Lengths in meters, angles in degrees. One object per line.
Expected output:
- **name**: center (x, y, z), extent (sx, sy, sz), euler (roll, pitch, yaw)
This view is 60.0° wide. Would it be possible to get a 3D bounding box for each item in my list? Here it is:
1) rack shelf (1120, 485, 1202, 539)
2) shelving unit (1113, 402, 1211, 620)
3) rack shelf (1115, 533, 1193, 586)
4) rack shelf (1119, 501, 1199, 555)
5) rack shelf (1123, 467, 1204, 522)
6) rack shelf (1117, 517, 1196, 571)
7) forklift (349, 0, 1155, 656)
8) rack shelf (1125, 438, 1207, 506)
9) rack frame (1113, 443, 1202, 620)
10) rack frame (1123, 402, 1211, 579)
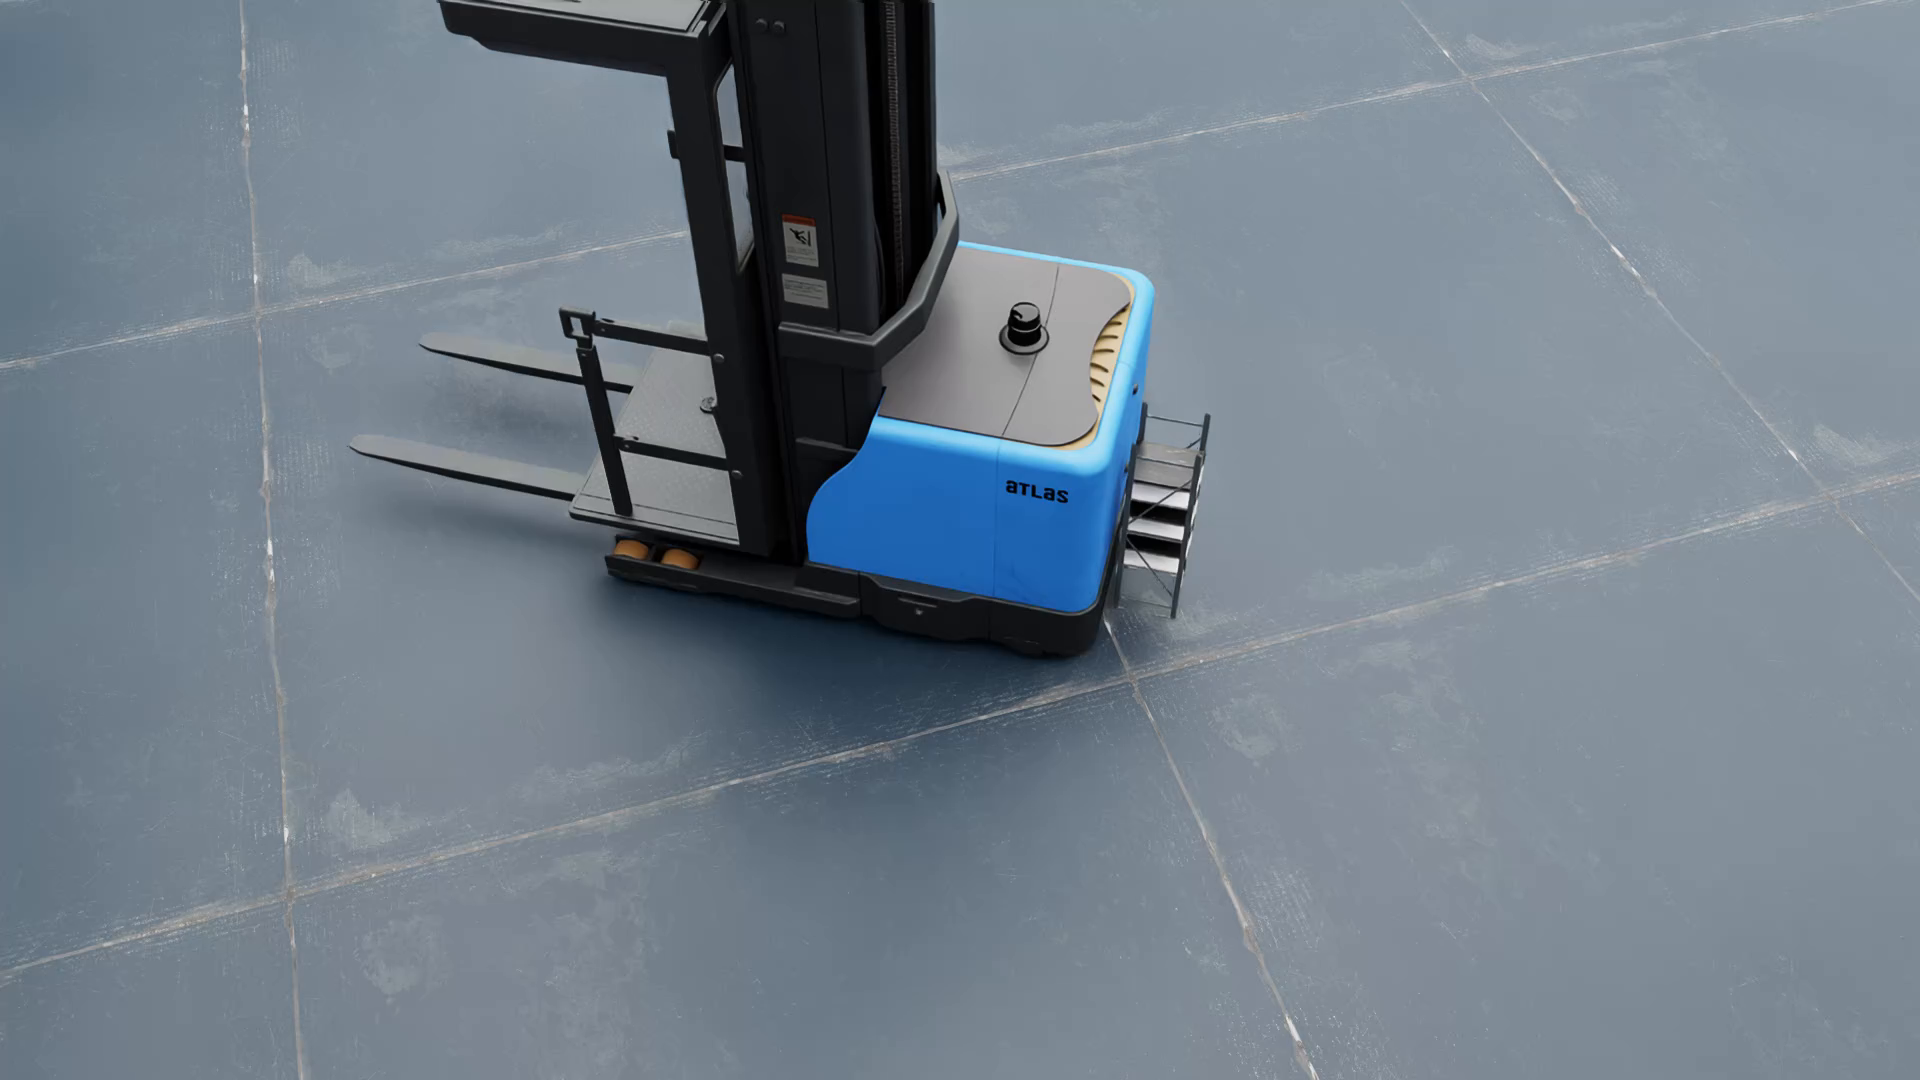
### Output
- **rack shelf**: center (0.723, -0.126, 5.983), extent (0.258, 0.077, 0.200), euler (11, 51, 9)
- **shelving unit**: center (0.723, -0.089, 6.026), extent (0.258, 0.900, 0.210), euler (11, 51, 9)
- **rack shelf**: center (0.723, 0.048, 6.189), extent (0.258, 0.077, 0.200), euler (11, 51, 9)
- **rack shelf**: center (0.723, -0.068, 6.052), extent (0.258, 0.077, 0.200), euler (11, 51, 9)
- **rack shelf**: center (0.723, -0.184, 5.914), extent (0.258, 0.077, 0.200), euler (11, 51, 9)
- **rack shelf**: center (0.723, -0.010, 6.120), extent (0.258, 0.077, 0.200), euler (11, 51, 9)
- **forklift**: center (-0.863, -1.132, 5.577), extent (3.031, 2.935, 1.130), euler (11, 51, 9)
- **rack shelf**: center (0.723, -0.242, 5.845), extent (0.258, 0.077, 0.200), euler (11, 51, 9)
- **rack frame**: center (0.698, -0.014, 5.963), extent (0.240, 0.900, 0.006), euler (11, 51, 9)
- **rack frame**: center (0.748, -0.164, 6.090), extent (0.240, 0.900, 0.006), euler (11, 51, 9)
